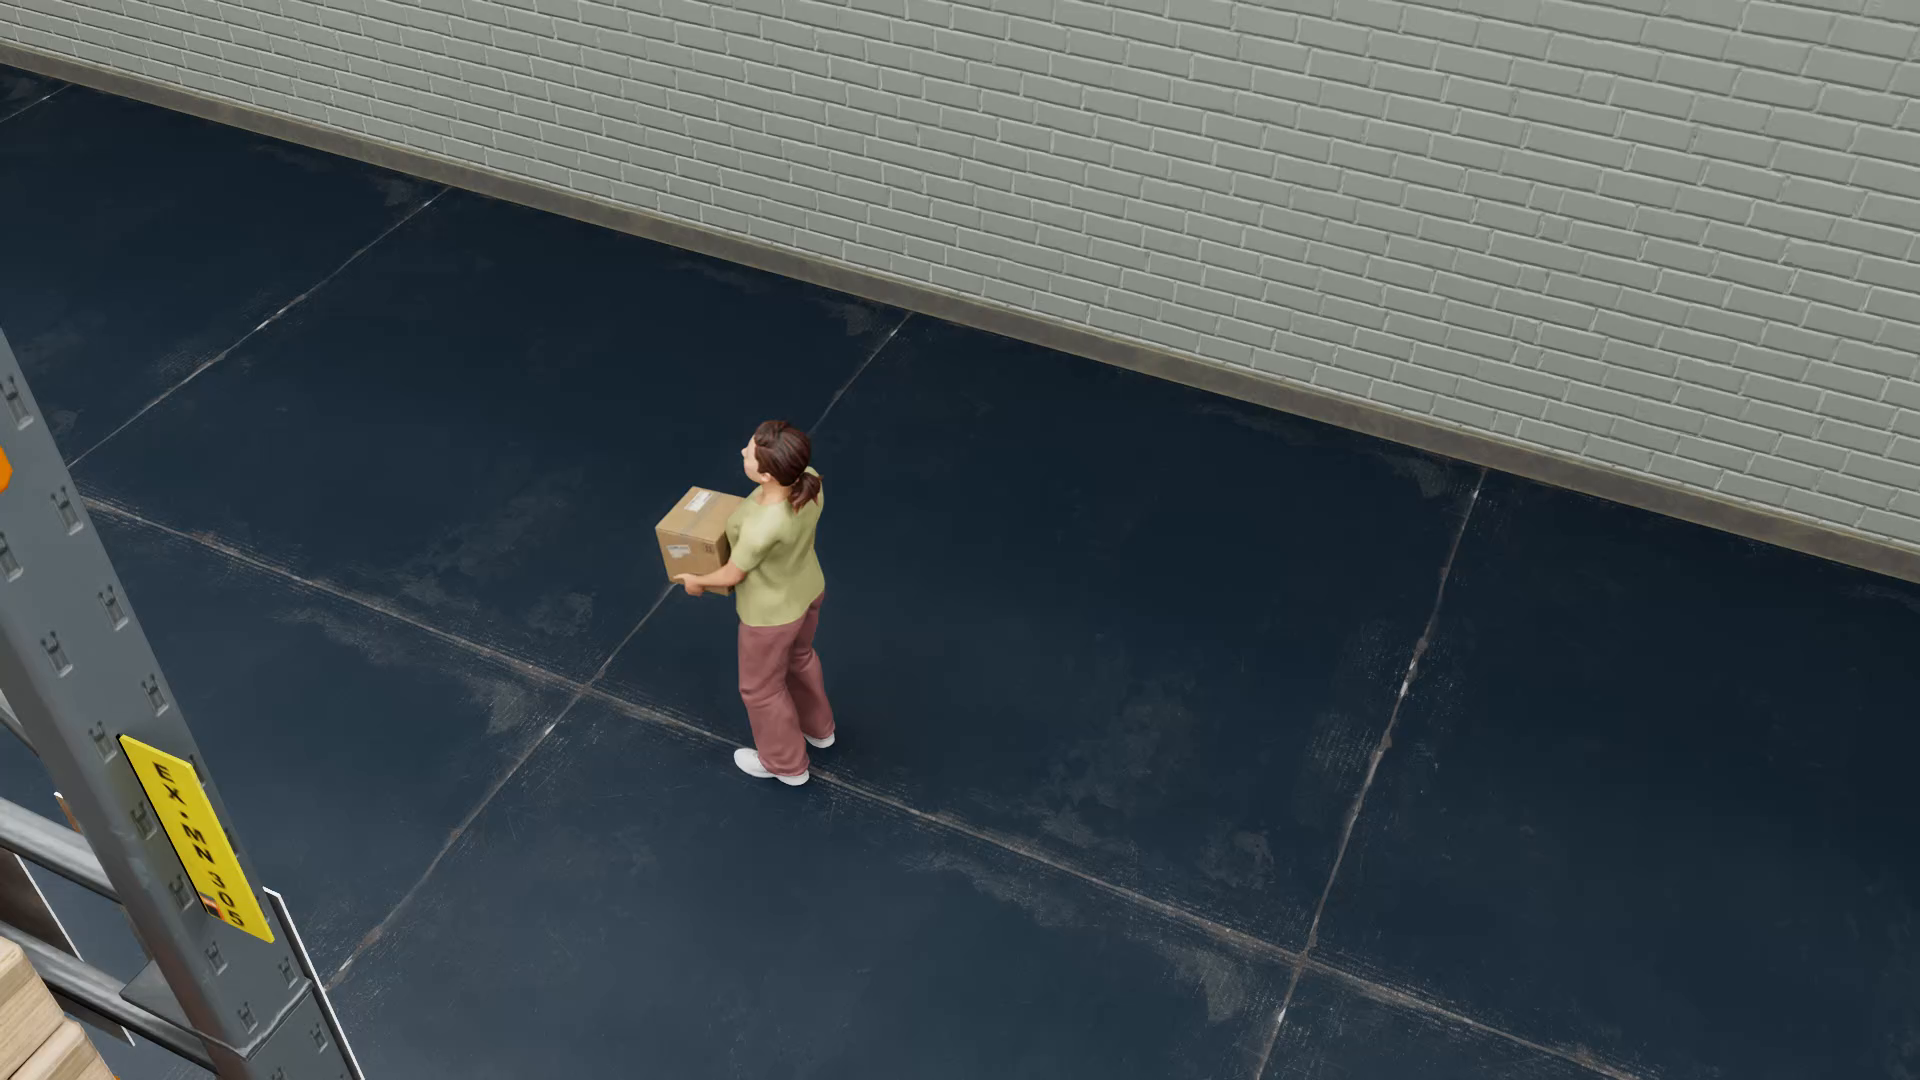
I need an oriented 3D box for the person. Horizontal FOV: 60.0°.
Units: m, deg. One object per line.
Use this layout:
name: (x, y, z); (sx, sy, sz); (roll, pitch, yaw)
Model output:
person: (-0.707, 0.206, 5.942); (0.559, 1.662, 0.427); (18, 45, 18)
